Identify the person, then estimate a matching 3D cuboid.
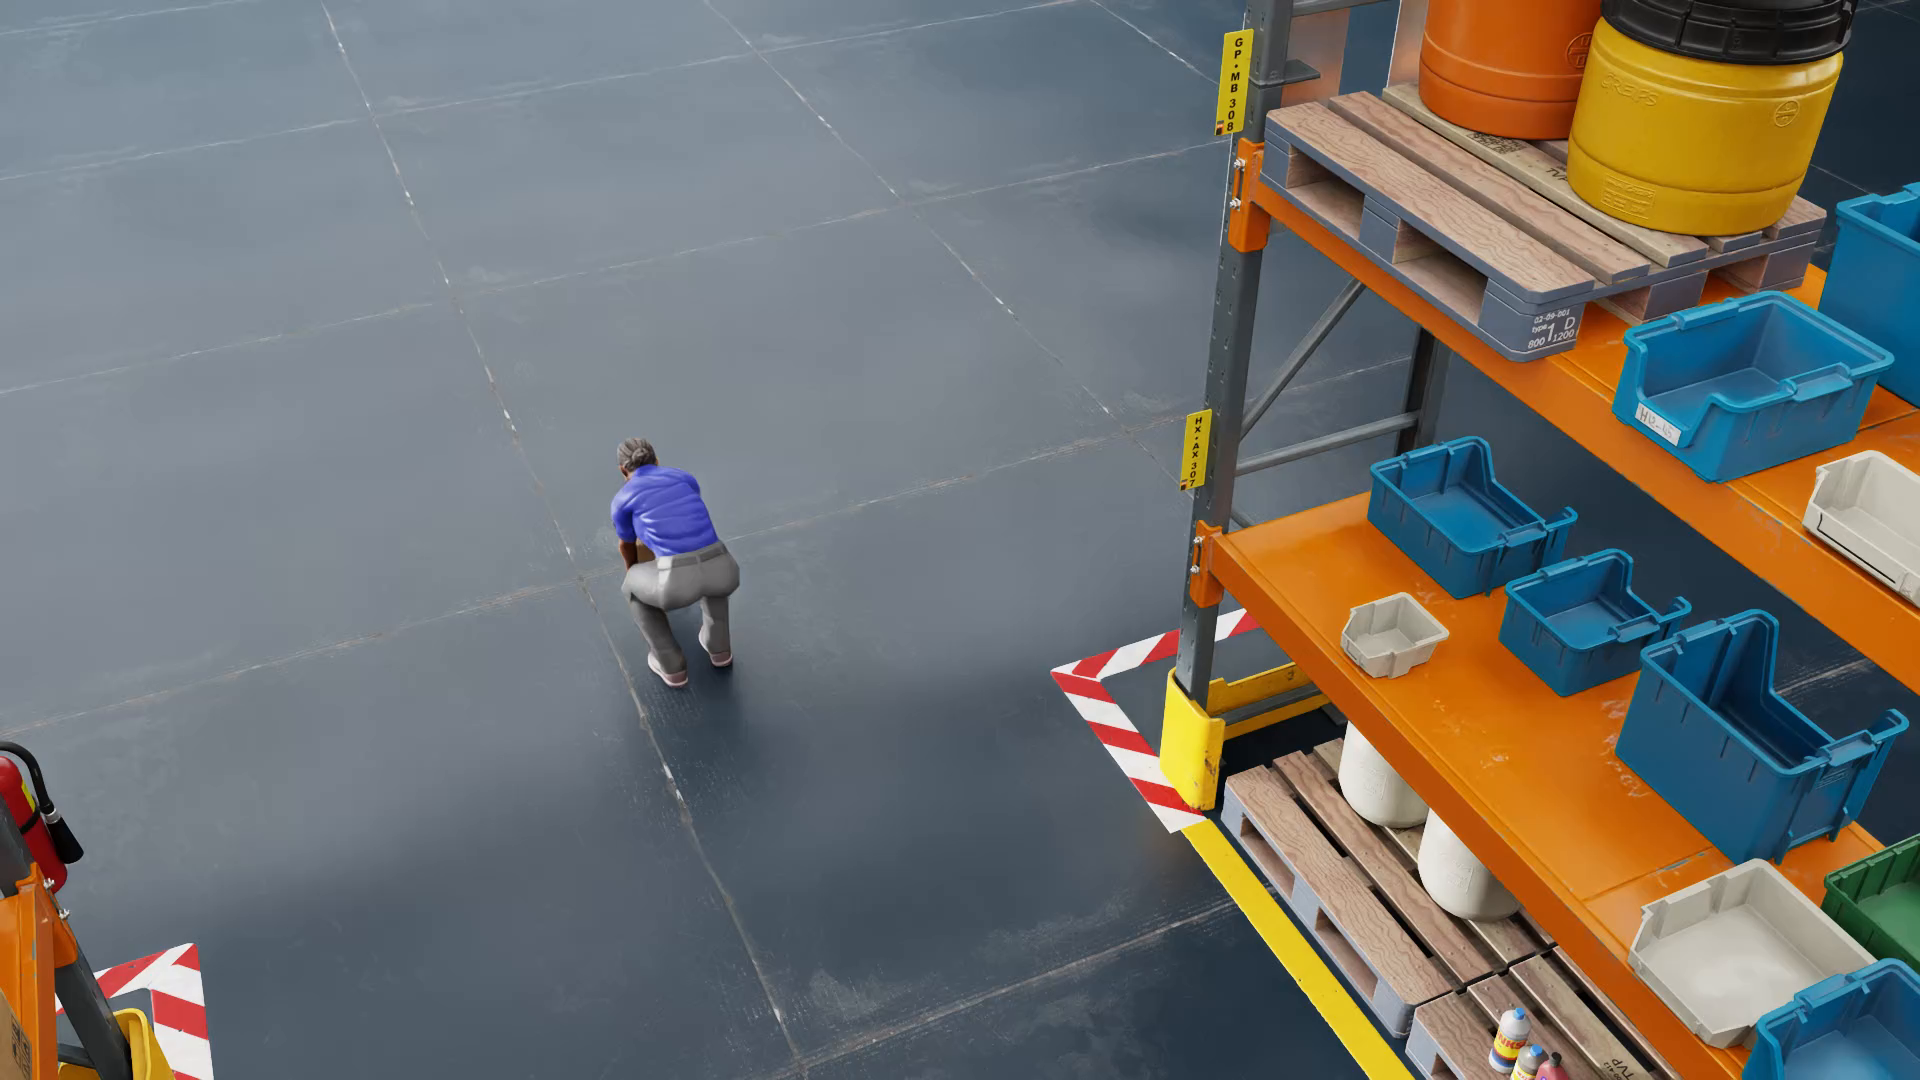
[{"bbox_3d":[-1.263,0.106,7.313,0.464,0.943,0.857,-17,41,-21],"label":"person"}]
